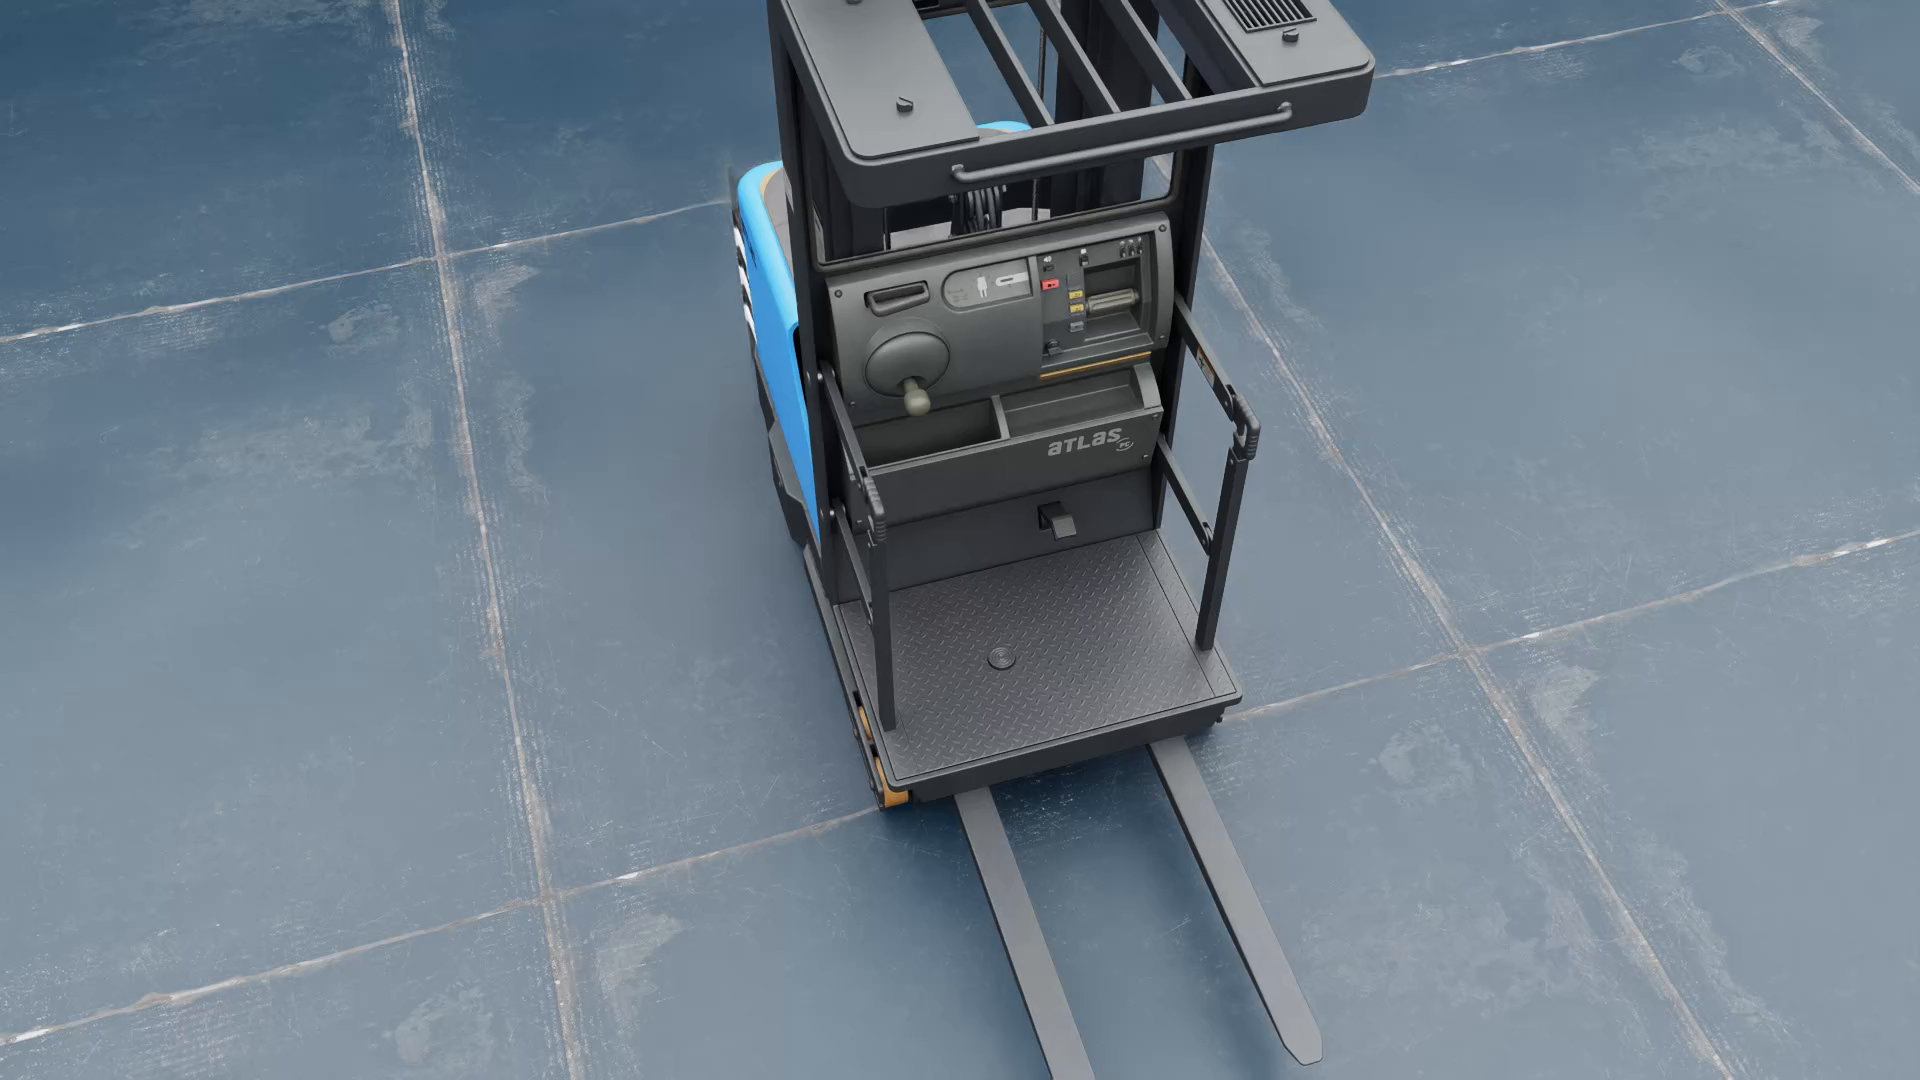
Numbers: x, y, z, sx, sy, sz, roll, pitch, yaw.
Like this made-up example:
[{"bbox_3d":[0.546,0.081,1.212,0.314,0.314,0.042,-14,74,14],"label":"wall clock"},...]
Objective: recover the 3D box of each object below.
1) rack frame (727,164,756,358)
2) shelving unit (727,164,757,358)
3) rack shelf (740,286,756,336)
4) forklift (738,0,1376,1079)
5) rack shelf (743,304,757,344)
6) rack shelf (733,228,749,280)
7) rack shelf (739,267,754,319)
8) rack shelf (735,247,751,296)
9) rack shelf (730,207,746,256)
[{"bbox_3d":[-0.678,-1.008,6.009,0.240,0.900,0.006,-14,52,-11],"label":"rack frame"},{"bbox_3d":[-0.647,-0.934,5.947,0.258,0.900,0.210,-14,52,-11],"label":"shelving unit"},{"bbox_3d":[-0.647,-0.855,6.042,0.258,0.077,0.200,-14,52,-11],"label":"rack shelf"},{"bbox_3d":[0.184,-0.484,4.241,1.130,2.935,3.031,-13,51,-11],"label":"forklift"},{"bbox_3d":[-0.648,-0.798,6.112,0.258,0.077,0.200,-14,52,-11],"label":"rack shelf"},{"bbox_3d":[-0.647,-1.027,5.834,0.258,0.077,0.200,-14,52,-11],"label":"rack shelf"},{"bbox_3d":[-0.647,-0.912,5.973,0.258,0.077,0.200,-14,52,-11],"label":"rack shelf"},{"bbox_3d":[-0.647,-0.970,5.904,0.258,0.077,0.200,-14,52,-11],"label":"rack shelf"},{"bbox_3d":[-0.646,-1.085,5.765,0.258,0.077,0.200,-14,52,-11],"label":"rack shelf"}]
